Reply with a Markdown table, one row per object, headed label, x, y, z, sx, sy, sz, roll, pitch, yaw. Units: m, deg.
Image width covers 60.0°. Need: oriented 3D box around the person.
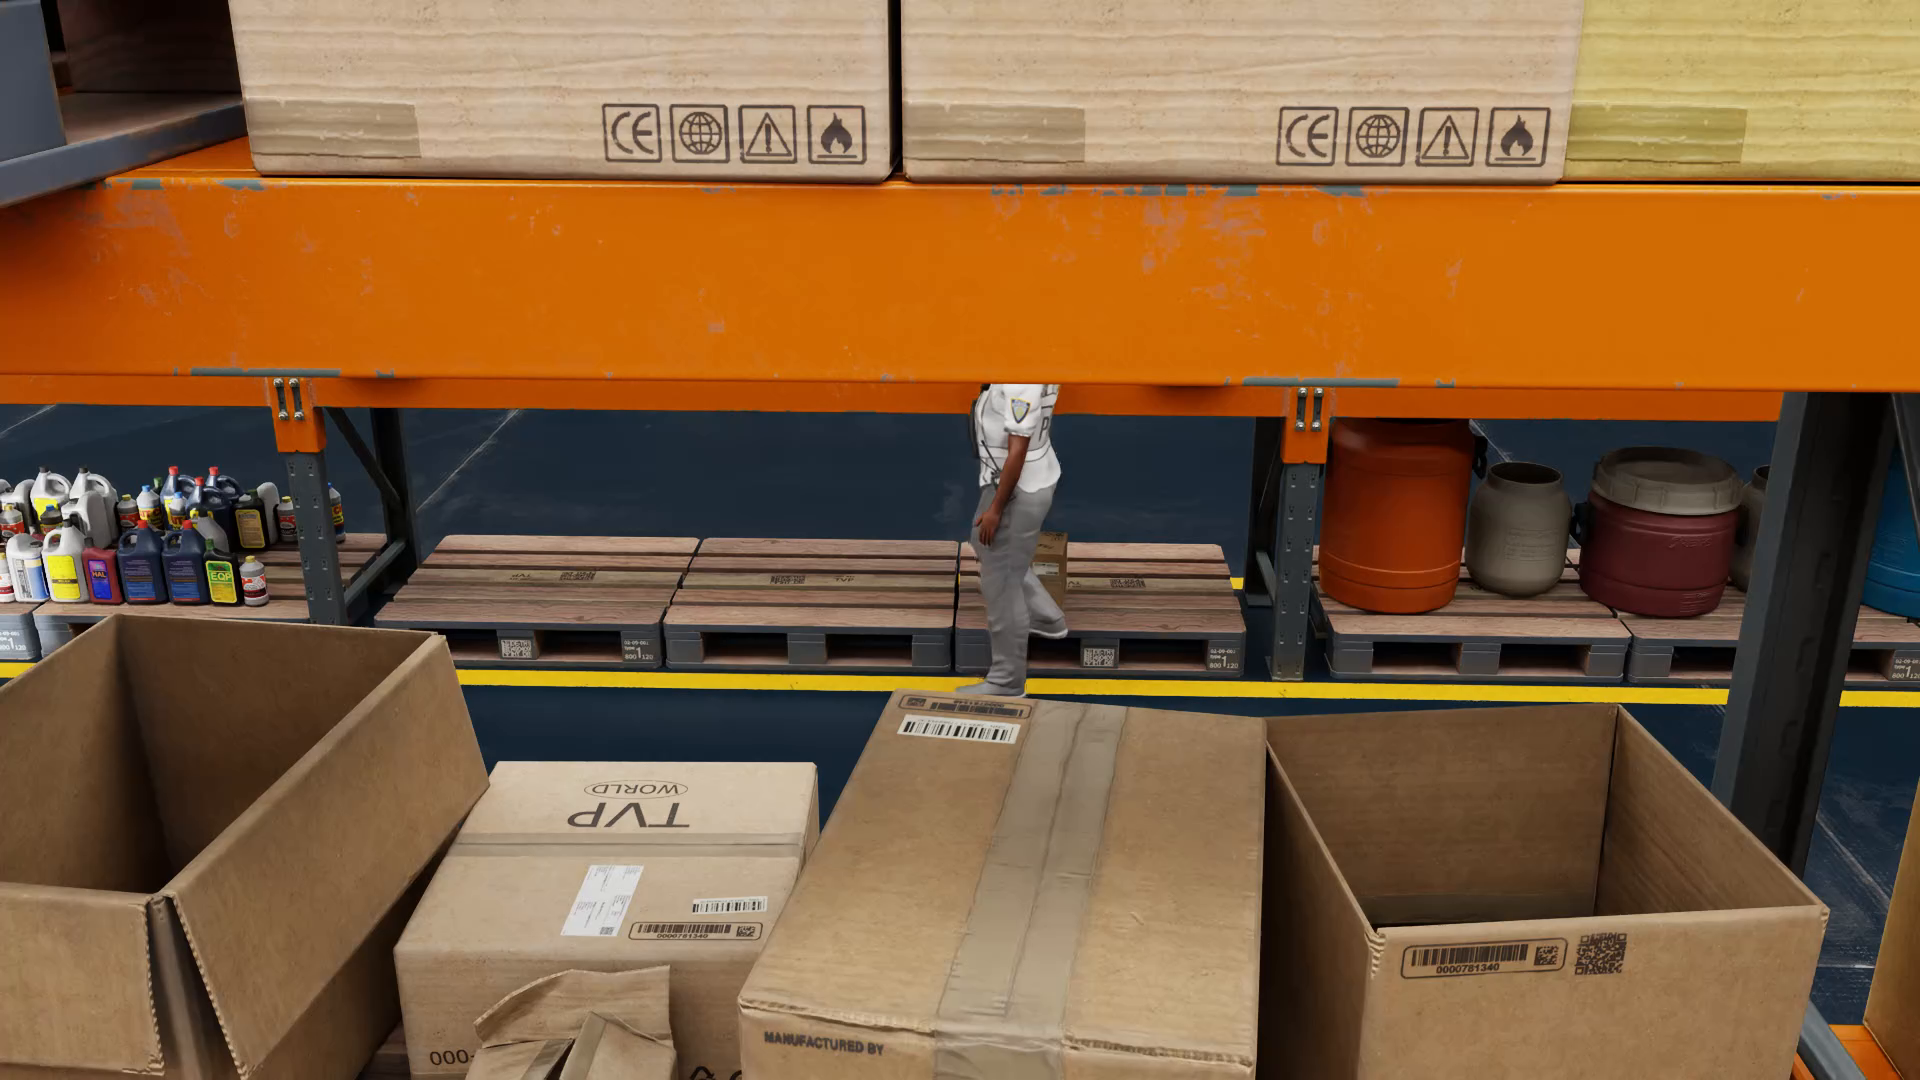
| label | x | y | z | sx | sy | sz | roll | pitch | yaw |
| --- | --- | --- | --- | --- | --- | --- | --- | --- | --- |
| person | 0.206 | -0.192 | 6.497 | 0.433 | 1.675 | 0.509 | 5 | 21 | 12 |
